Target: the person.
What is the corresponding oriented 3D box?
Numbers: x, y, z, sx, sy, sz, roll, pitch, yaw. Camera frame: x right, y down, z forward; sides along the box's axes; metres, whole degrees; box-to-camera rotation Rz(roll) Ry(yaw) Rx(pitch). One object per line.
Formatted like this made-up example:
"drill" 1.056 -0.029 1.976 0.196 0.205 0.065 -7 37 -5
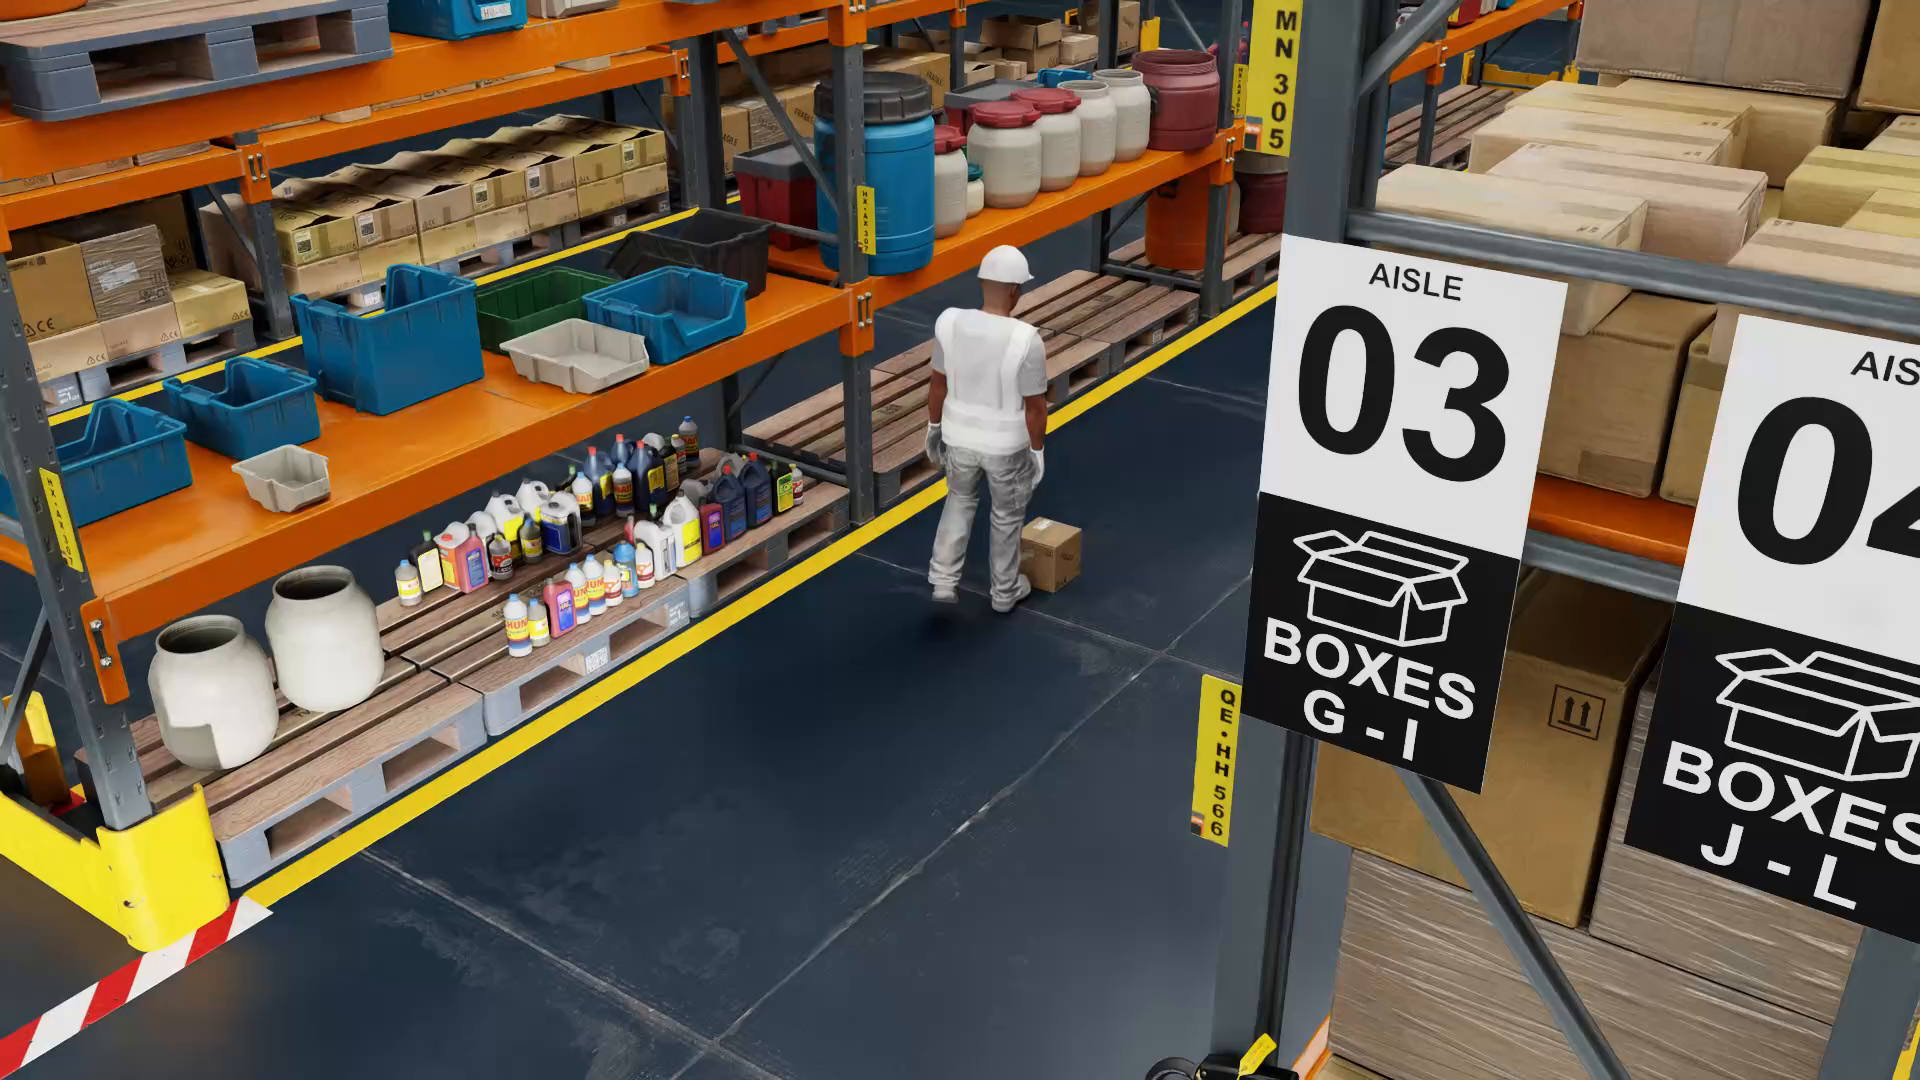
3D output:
"person" 0.153 -0.468 7.481 0.592 1.781 0.583 12 29 22
